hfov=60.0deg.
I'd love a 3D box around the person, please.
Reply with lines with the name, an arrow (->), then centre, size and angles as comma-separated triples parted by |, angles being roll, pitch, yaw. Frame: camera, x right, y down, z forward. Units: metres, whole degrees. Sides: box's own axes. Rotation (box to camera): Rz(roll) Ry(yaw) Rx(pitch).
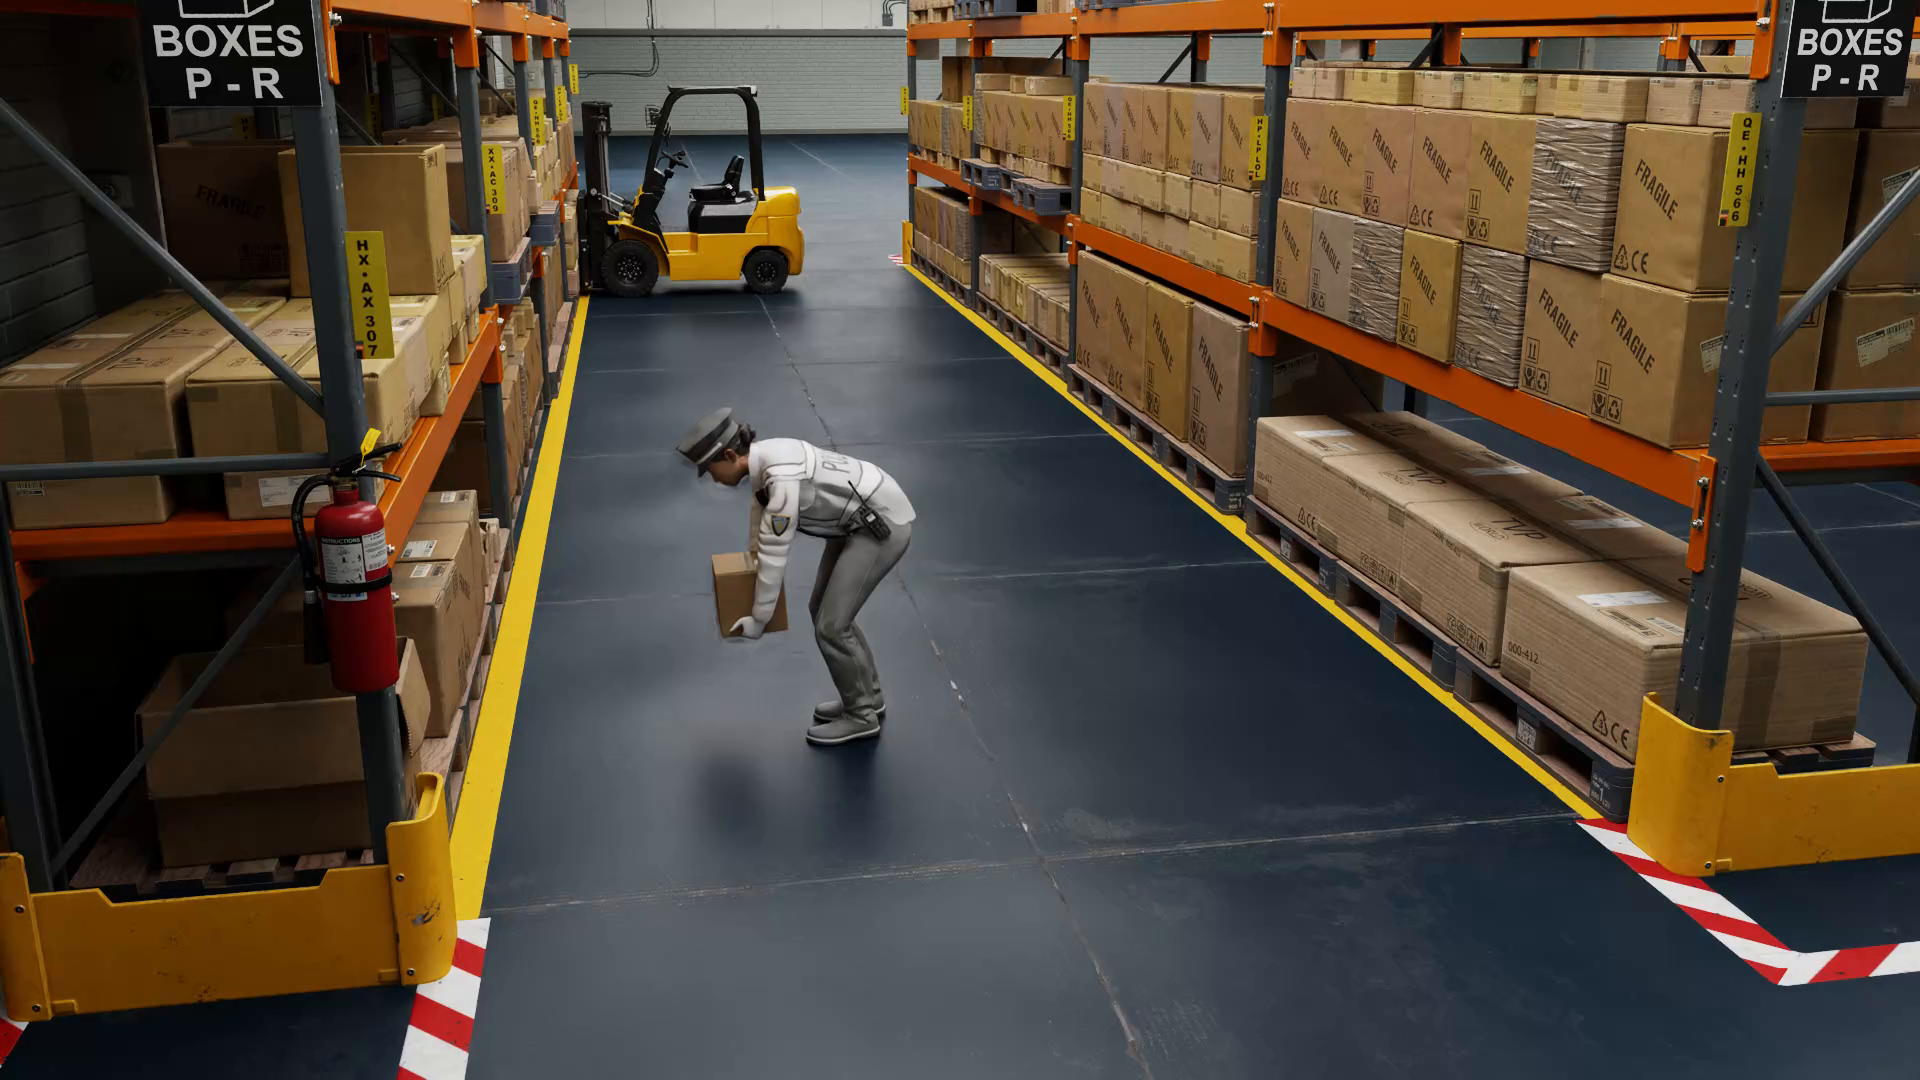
person -> -0.605, 0.127, 6.265 | 0.878, 1.296, 0.421 | -4, 17, -12
